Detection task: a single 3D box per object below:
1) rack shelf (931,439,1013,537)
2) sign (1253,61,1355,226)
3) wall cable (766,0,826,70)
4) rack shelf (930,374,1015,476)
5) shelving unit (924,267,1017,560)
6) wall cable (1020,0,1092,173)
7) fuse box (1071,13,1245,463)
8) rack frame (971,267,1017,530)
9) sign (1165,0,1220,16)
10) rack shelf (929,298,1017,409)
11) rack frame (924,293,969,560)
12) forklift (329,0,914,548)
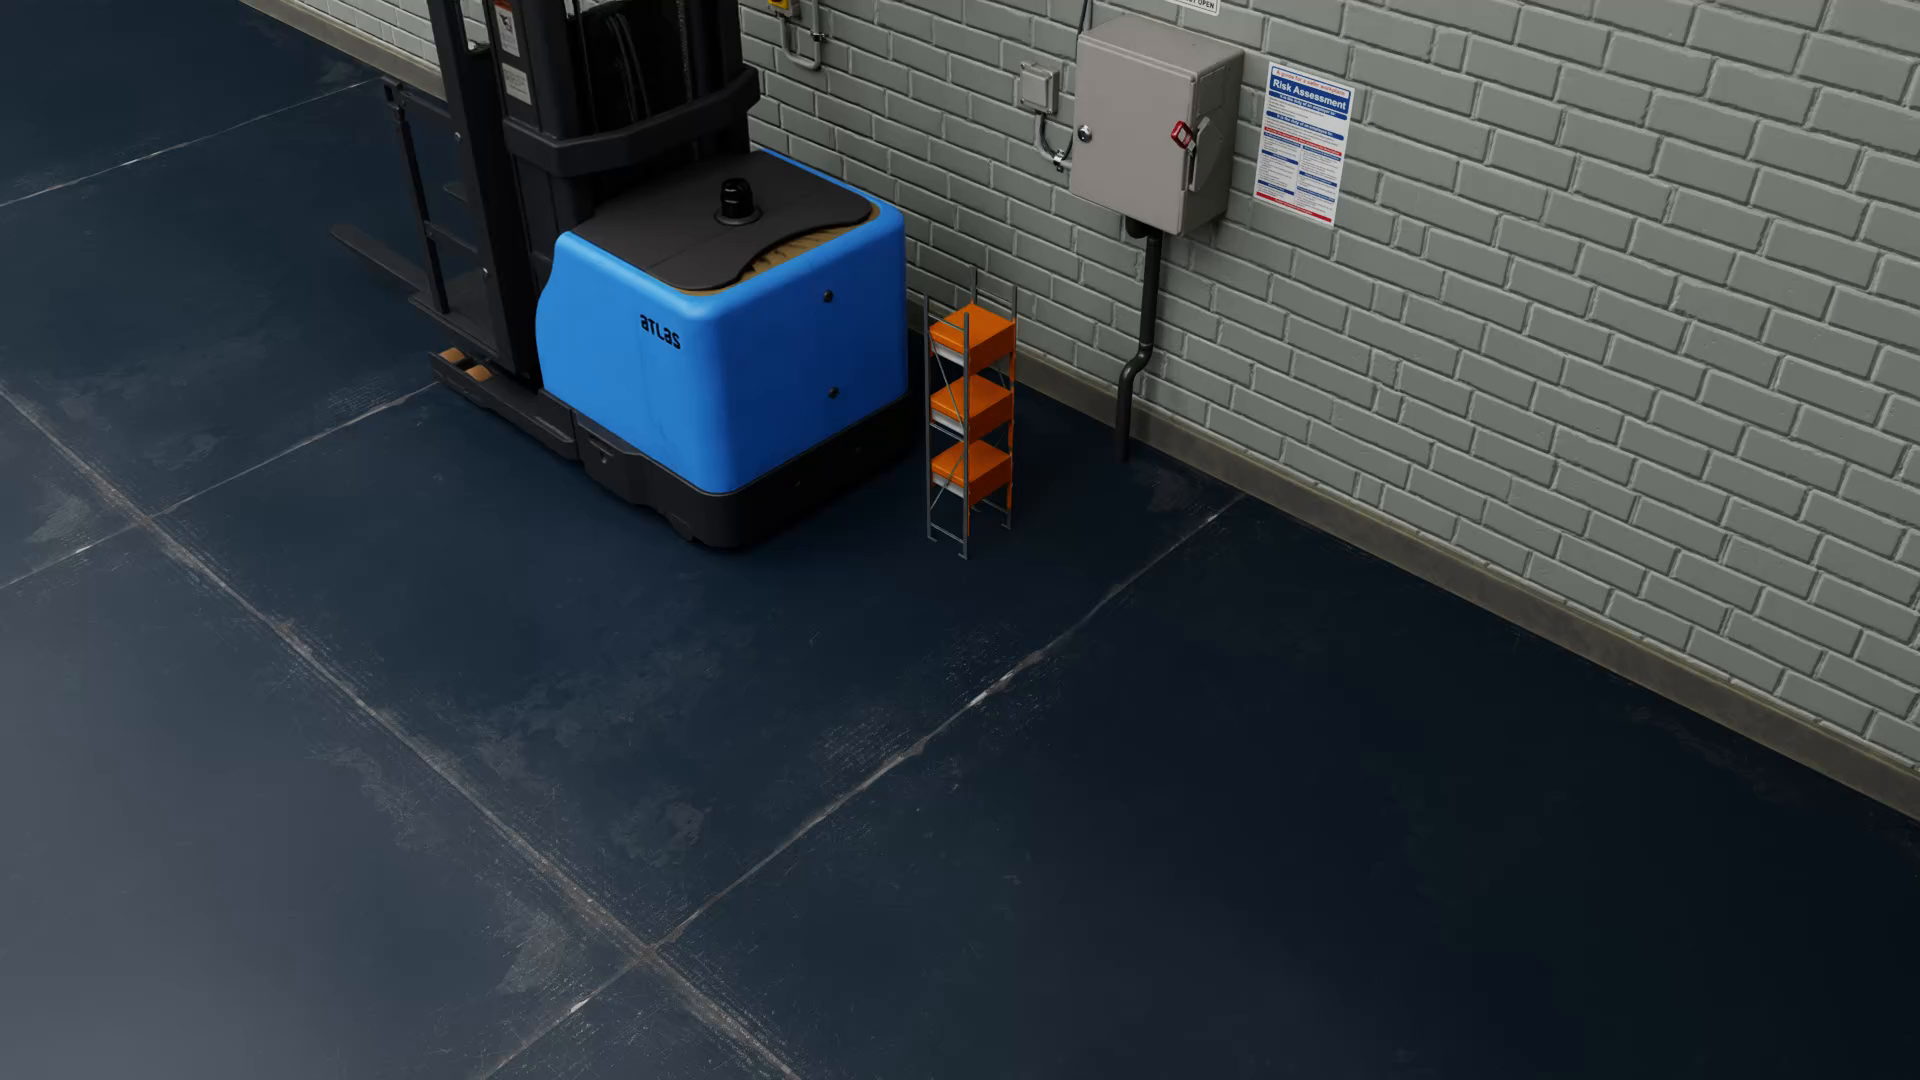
[{"bbox_3d":[0.036,-0.210,6.134,0.215,0.259,0.240,30,47,32],"label":"rack shelf"},{"bbox_3d":[1.148,-1.327,5.585,0.329,0.494,0.001,30,47,32],"label":"sign"},{"bbox_3d":[-0.809,-2.835,6.564,0.585,1.953,0.123,30,47,32],"label":"wall cable"},{"bbox_3d":[0.036,-0.427,5.961,0.215,0.259,0.240,30,47,32],"label":"rack shelf"},{"bbox_3d":[0.036,-0.436,5.954,0.215,1.050,0.252,30,47,32],"label":"shelving unit"},{"bbox_3d":[0.246,-2.233,5.832,0.588,1.984,0.122,30,47,32],"label":"wall cable"},{"bbox_3d":[0.644,-0.972,6.098,0.539,1.711,0.414,30,47,32],"label":"fuse box"},{"bbox_3d":[0.118,-0.492,6.025,0.200,1.050,0.008,30,47,32],"label":"rack frame"},{"bbox_3d":[0.742,-1.918,5.589,0.339,0.242,0.001,30,47,32],"label":"sign"},{"bbox_3d":[0.036,-0.649,5.784,0.215,0.259,0.240,30,47,32],"label":"rack shelf"},{"bbox_3d":[-0.046,-0.379,5.884,0.200,1.050,0.008,30,47,32],"label":"rack frame"},{"bbox_3d":[-1.600,-1.919,6.308,3.031,2.935,1.130,31,48,33],"label":"forklift"}]
